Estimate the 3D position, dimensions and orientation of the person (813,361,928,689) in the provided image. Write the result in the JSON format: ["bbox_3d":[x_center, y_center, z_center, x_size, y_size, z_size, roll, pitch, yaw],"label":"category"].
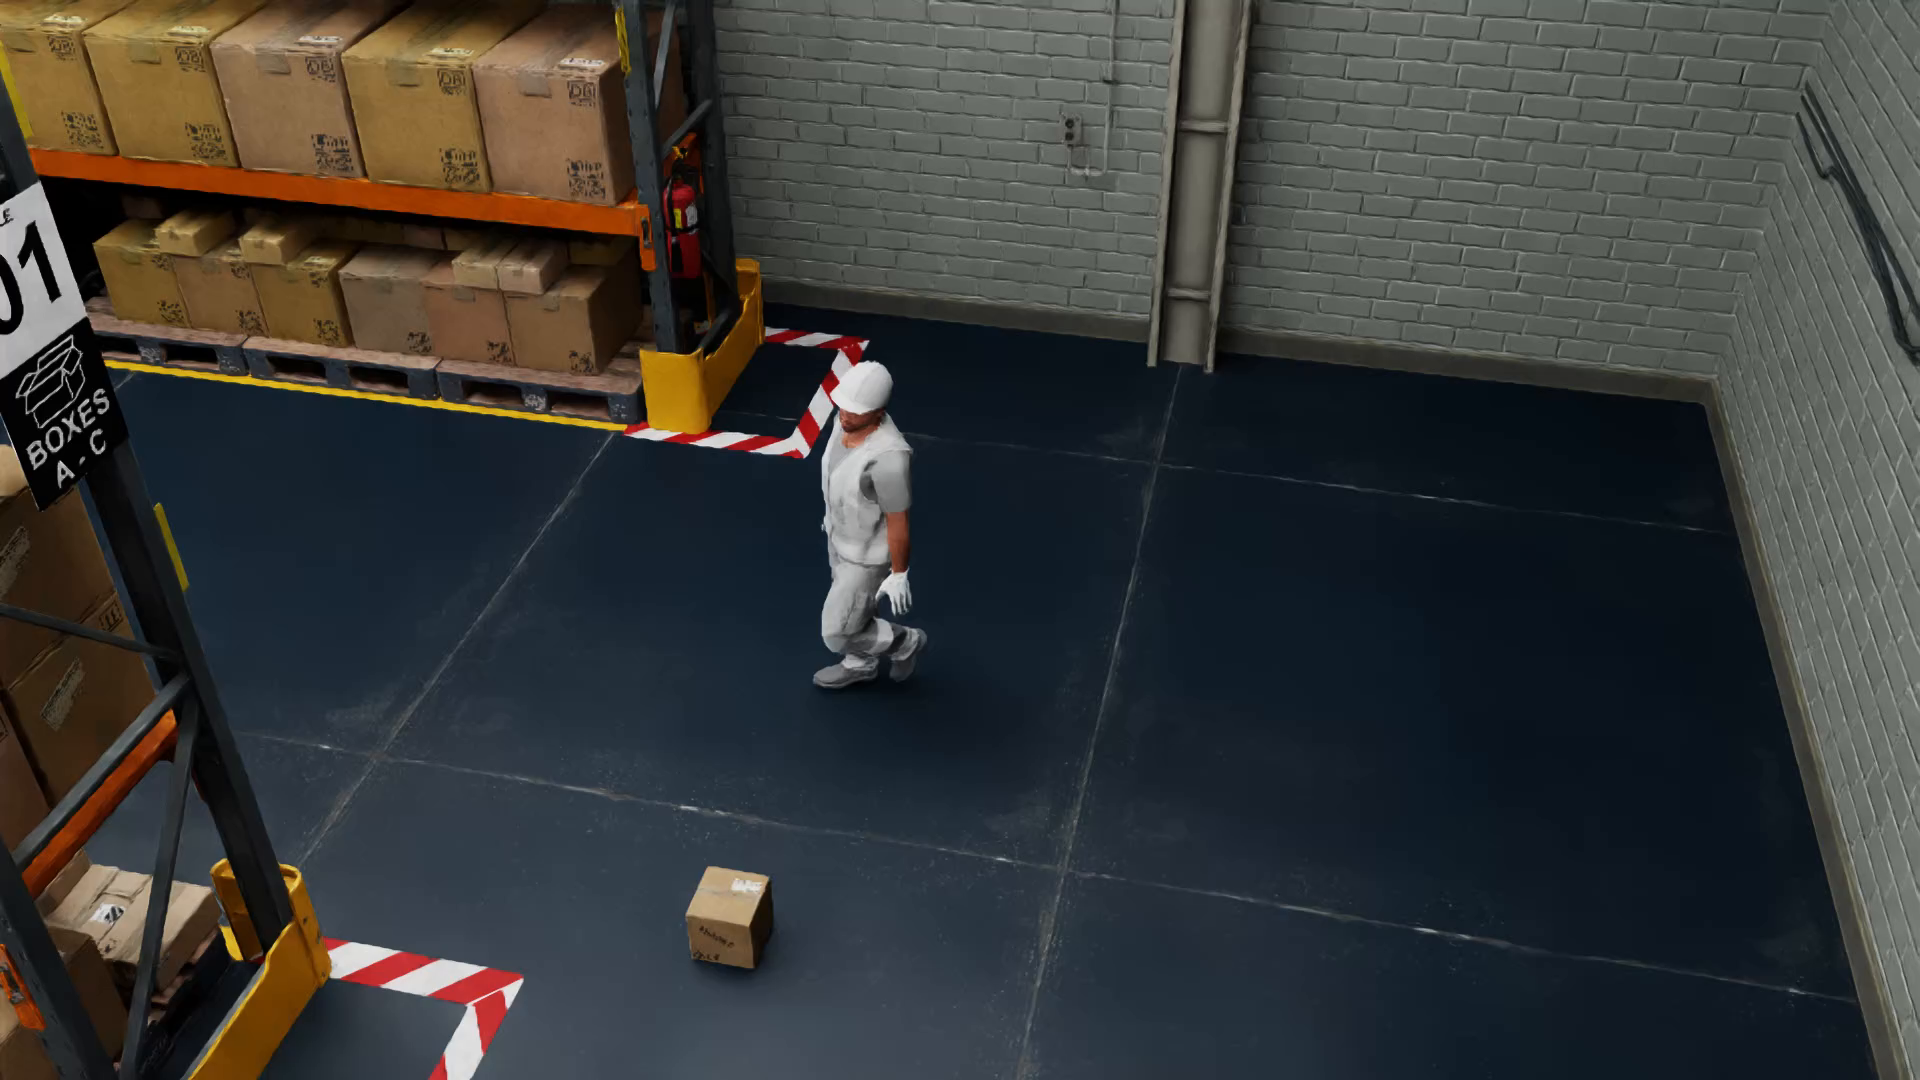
[{"bbox_3d":[-0.387,0.005,6.916,0.518,1.771,0.677,-15,39,-19],"label":"person"}]
